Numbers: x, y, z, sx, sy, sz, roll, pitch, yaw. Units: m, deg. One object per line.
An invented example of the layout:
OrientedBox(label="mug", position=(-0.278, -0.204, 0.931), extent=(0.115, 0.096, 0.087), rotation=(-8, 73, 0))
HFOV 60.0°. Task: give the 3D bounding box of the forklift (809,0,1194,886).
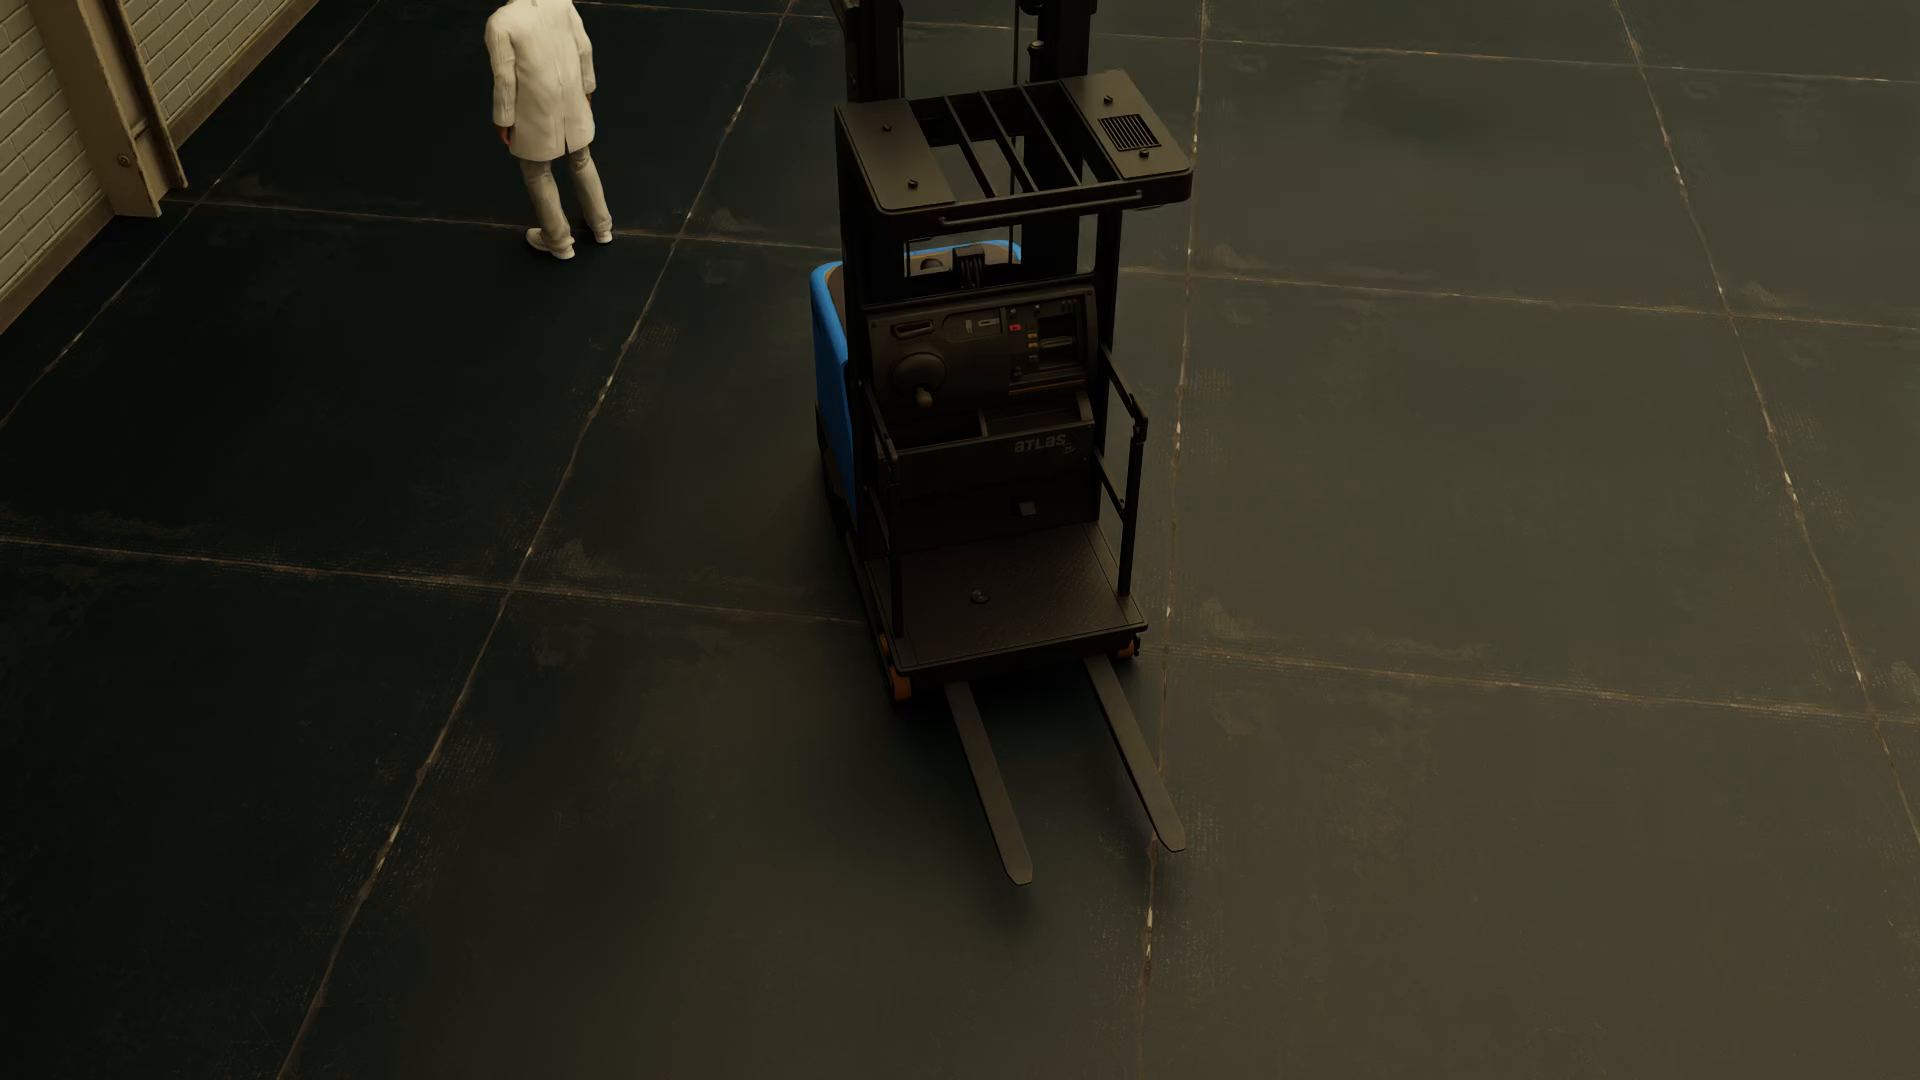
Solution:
OrientedBox(label="forklift", position=(0.153, -0.681, 6.465), extent=(1.130, 2.935, 3.031), rotation=(-10, 44, -11))

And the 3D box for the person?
OrientedBox(label="person", position=(-2.295, -2.387, 9.204), extent=(0.645, 1.739, 0.436), rotation=(-32, 52, -30))
